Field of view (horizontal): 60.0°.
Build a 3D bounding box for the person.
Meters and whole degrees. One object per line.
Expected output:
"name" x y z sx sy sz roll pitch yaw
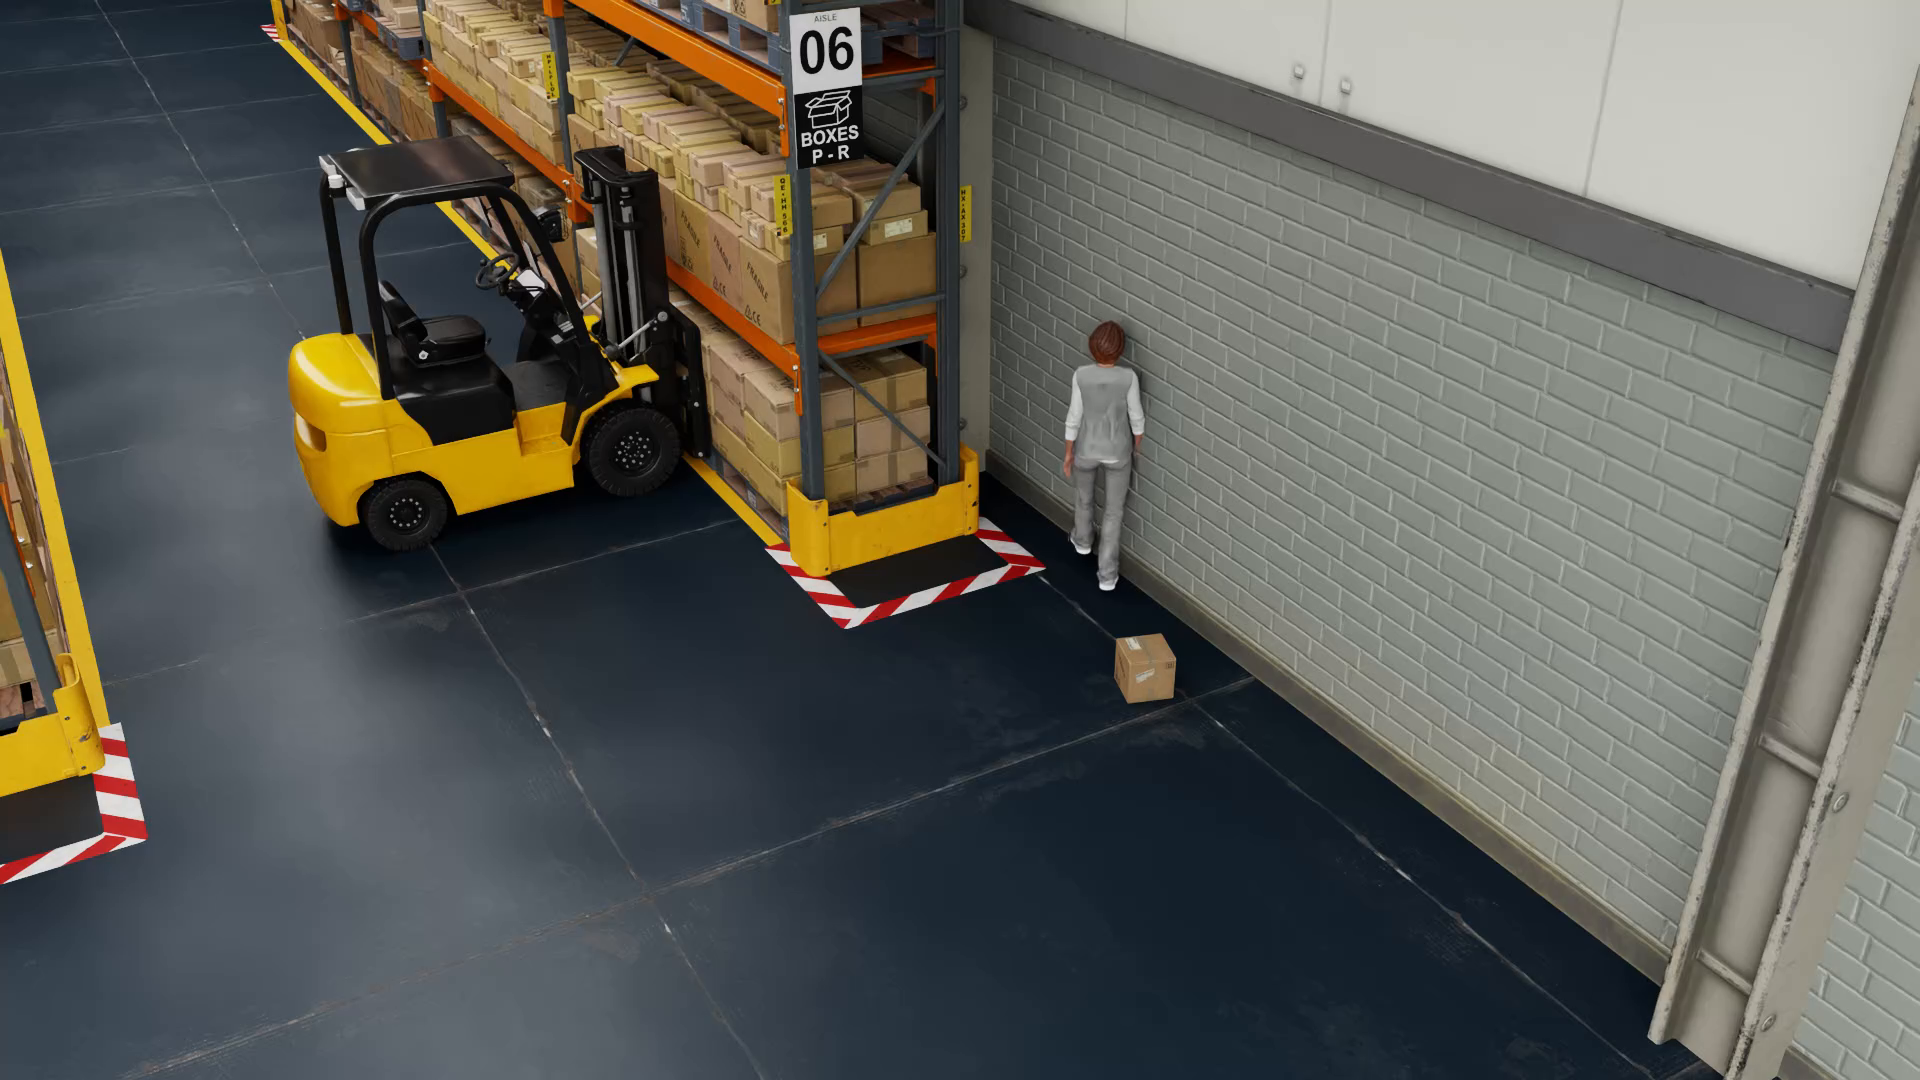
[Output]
"person" 0.826 -0.528 9.485 0.445 1.563 0.718 4 30 7
